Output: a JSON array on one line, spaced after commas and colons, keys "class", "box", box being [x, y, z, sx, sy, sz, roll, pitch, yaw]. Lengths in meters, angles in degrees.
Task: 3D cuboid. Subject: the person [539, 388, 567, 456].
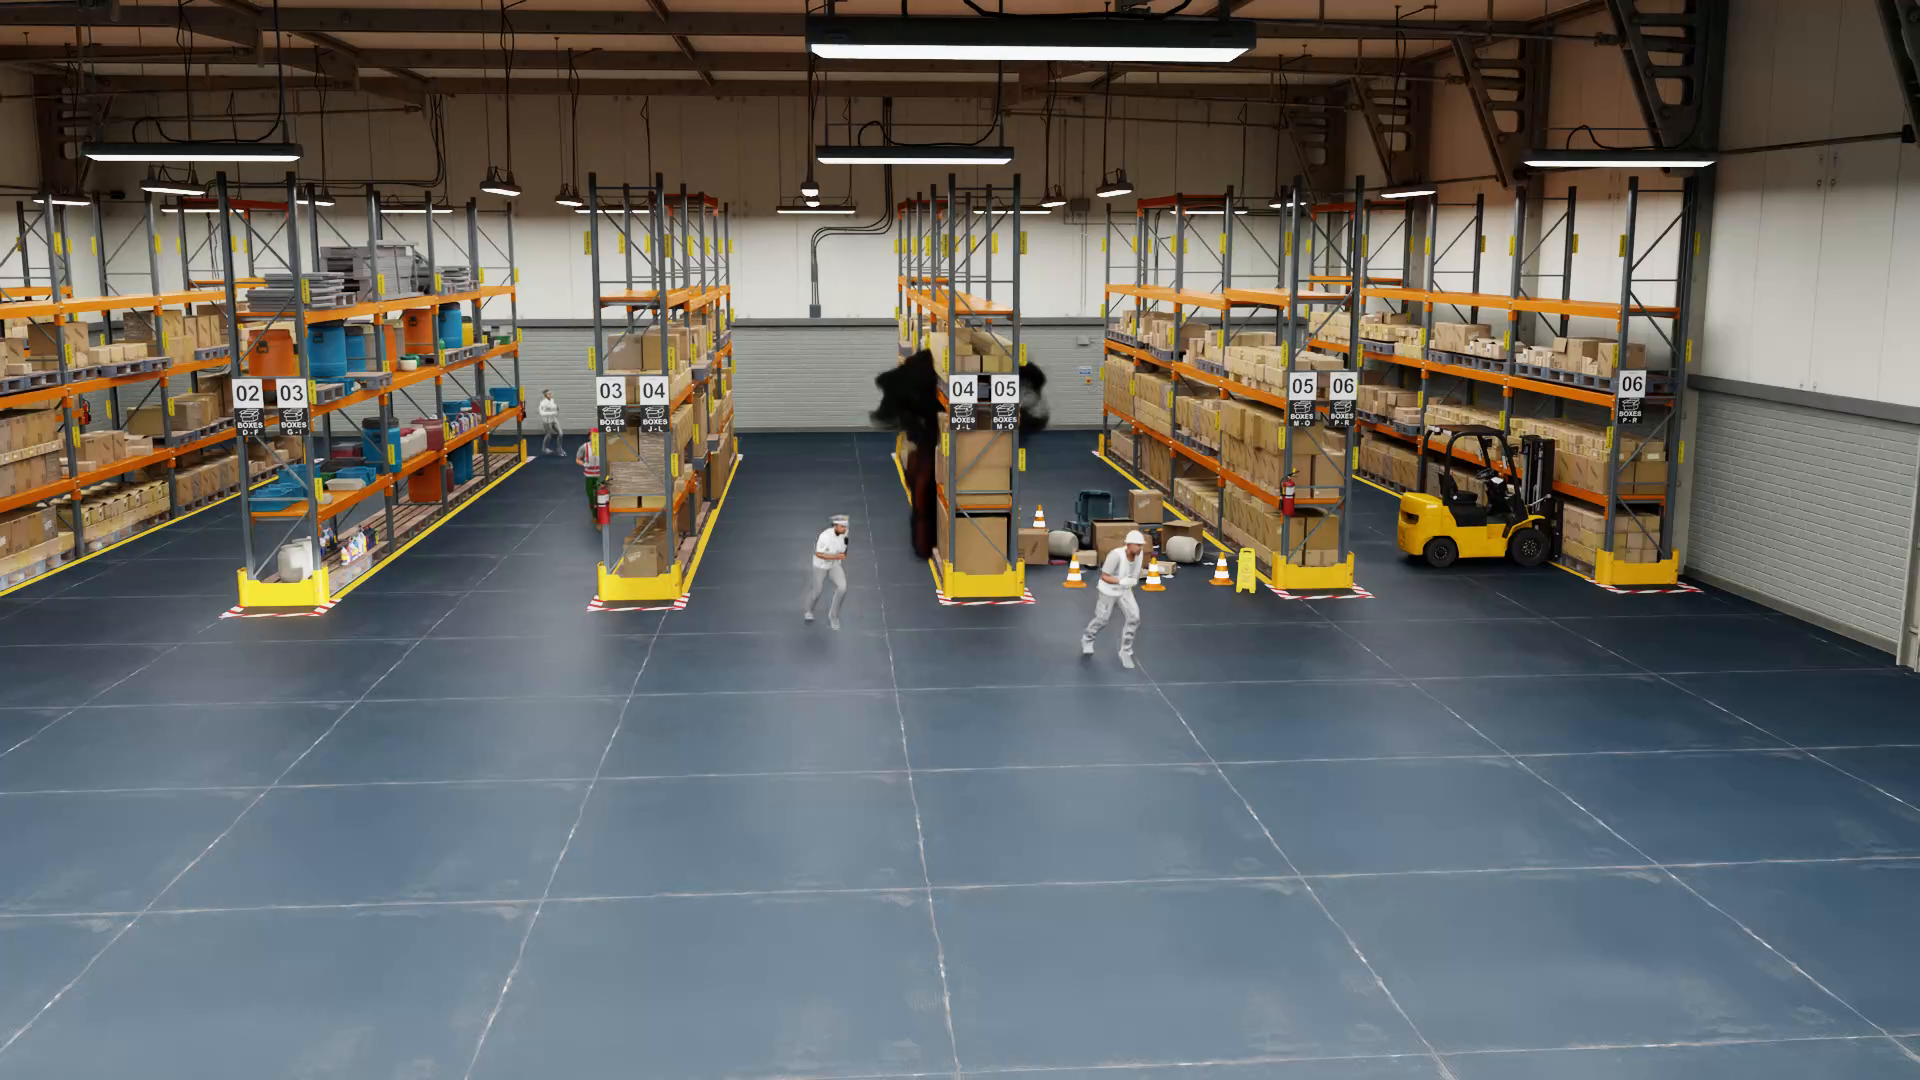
[{"class": "person", "box": [-9.929, -2.805, 40.000, 0.690, 1.703, 0.658, 6, 12, 31]}]

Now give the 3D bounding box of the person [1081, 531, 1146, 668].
[{"class": "person", "box": [1.871, 0.690, 20.142, 0.729, 1.722, 1.024, -8, 13, -38]}]

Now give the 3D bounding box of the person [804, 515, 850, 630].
[{"class": "person", "box": [-1.749, 0.407, 22.077, 0.613, 1.592, 0.958, -8, 13, -40]}]

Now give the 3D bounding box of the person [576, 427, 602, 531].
[{"class": "person", "box": [-6.542, -1.114, 29.874, 0.679, 1.839, 0.842, -2, 10, -9]}]
